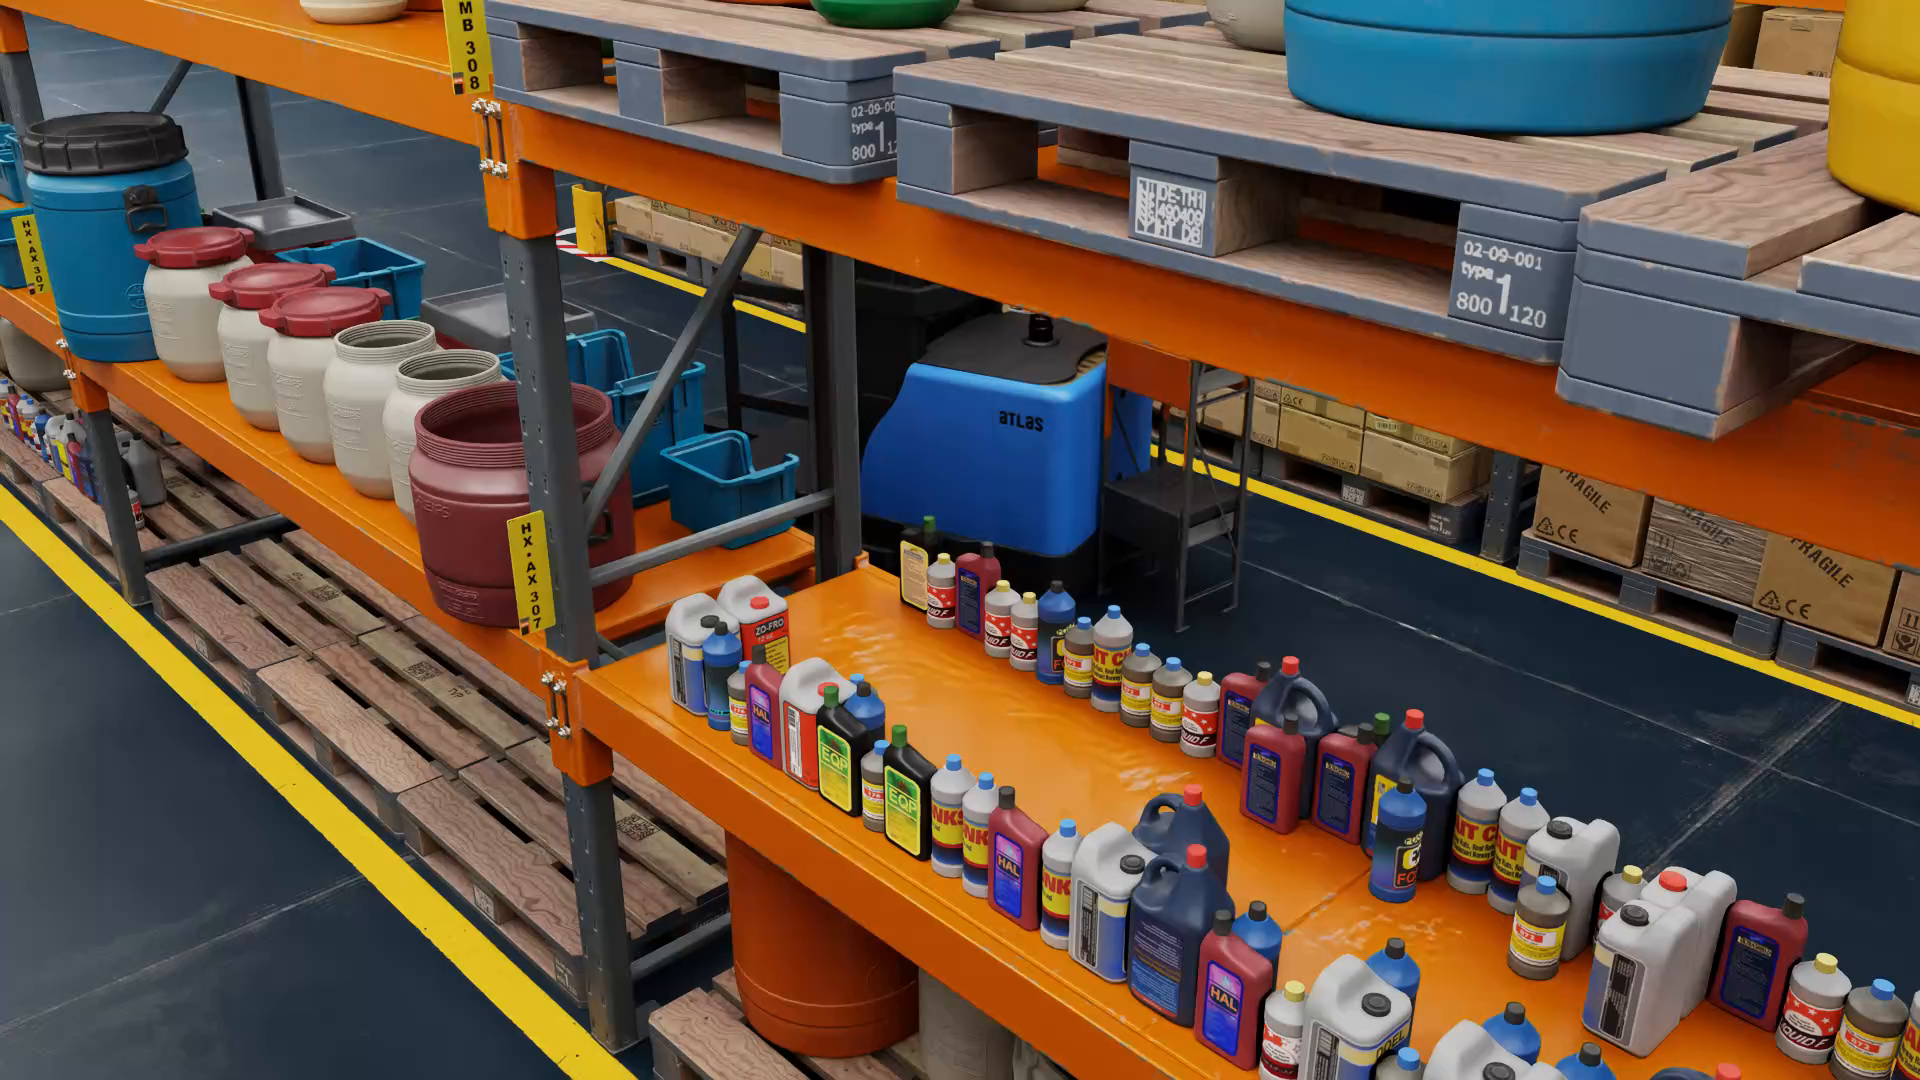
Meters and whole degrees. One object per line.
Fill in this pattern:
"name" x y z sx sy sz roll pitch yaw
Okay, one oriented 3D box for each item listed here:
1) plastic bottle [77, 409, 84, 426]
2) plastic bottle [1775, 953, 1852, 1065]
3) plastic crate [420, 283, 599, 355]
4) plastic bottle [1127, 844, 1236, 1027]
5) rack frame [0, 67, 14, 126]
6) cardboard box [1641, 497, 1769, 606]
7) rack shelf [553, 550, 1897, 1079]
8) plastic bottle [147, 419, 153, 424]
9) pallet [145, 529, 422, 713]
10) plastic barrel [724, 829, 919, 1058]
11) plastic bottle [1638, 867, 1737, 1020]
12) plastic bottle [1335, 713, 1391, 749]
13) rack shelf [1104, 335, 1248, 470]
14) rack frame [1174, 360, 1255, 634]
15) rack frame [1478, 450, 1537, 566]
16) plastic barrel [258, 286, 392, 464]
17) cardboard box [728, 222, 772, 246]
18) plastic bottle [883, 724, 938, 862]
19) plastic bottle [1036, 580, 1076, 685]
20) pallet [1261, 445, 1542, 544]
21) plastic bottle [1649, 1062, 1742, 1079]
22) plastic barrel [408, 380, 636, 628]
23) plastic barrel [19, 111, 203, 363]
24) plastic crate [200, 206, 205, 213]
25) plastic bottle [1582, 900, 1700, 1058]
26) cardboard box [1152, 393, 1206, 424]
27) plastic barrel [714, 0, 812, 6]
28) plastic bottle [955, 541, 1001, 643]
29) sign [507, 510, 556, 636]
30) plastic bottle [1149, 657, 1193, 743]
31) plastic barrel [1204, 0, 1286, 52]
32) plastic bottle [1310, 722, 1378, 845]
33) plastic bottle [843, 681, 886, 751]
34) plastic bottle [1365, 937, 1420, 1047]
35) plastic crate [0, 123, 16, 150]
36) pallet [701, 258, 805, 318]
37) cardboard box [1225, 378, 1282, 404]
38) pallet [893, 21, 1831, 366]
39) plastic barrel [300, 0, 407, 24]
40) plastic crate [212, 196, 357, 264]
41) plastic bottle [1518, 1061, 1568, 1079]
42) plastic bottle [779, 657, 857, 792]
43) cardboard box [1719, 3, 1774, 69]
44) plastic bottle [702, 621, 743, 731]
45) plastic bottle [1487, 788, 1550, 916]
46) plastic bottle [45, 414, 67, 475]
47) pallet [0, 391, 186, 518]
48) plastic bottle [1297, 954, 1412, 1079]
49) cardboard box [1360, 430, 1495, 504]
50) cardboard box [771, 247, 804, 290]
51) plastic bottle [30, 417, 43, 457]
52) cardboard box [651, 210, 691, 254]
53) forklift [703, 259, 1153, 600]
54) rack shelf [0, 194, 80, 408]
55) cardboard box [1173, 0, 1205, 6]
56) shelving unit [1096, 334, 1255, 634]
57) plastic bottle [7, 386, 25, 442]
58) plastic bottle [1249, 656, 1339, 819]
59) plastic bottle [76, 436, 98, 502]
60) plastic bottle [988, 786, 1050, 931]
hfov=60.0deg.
"plastic bottle" -4.465 -0.524 8.527 0.061 0.283 0.133 -21 32 -38
"plastic bottle" 1.556 0.844 3.026 0.097 0.201 0.097 0 25 0
"plastic crate" -1.578 -0.603 5.881 0.402 0.464 0.583 -21 32 -38
"plastic bottle" 0.417 0.717 3.123 0.144 0.351 0.185 -21 32 -38
"rack frame" -6.165 -2.421 9.943 1.000 3.000 0.127 -21 32 -38
"cardboard box" 3.385 -0.088 7.311 0.500 0.500 0.500 22 33 40
"rack shelf" 0.670 0.936 3.452 1.077 0.370 4.000 -21 32 -38
"plastic bottle" -4.421 -0.749 9.119 0.097 0.201 0.097 0 25 0
"pallet" -2.866 0.286 7.368 1.003 0.211 1.213 -21 32 -38
"plastic barrel" -0.350 0.942 4.679 0.600 0.830 0.708 -21 32 -38
"plastic bottle" 1.366 0.742 3.159 0.152 0.276 0.135 -21 32 -38
"plastic bottle" 0.889 0.500 3.681 0.061 0.283 0.133 -21 32 -38
"rack shelf" 0.949 -0.660 7.198 0.431 0.518 0.480 -19 31 -36
"rack frame" 1.107 -0.595 7.023 0.400 2.100 0.015 -19 31 -36
"rack frame" 2.921 -1.402 7.708 1.000 3.000 0.127 -21 32 -38
"plastic barrel" -2.140 -0.566 5.712 0.433 0.535 0.433 0 25 0
"cardboard box" -1.320 -2.426 11.857 0.500 0.500 0.500 -21 32 -38
"plastic bottle" -0.105 0.542 3.588 0.061 0.283 0.133 -21 32 -38
"plastic bottle" 0.247 0.232 4.283 0.097 0.271 0.097 0 25 0
"pallet" 2.387 -0.393 8.858 1.003 0.211 1.213 -21 32 -38
"plastic bottle" 1.148 0.954 2.604 0.144 0.351 0.185 -21 32 -38
"plastic barrel" -1.236 -0.114 4.722 0.600 0.536 0.708 -21 32 -38
"plastic barrel" -3.388 -1.234 6.738 0.600 0.901 0.708 -21 32 -38
"plastic crate" -4.153 -1.604 8.408 0.450 0.188 0.662 -21 32 -38
"plastic bottle" 1.254 0.785 3.064 0.152 0.276 0.135 -21 32 -38
"cardboard box" 1.333 -0.895 9.405 0.500 0.250 0.500 -20 32 -38
"plastic barrel" -0.311 -1.576 3.453 0.600 0.830 0.708 -21 32 -38
"plastic bottle" 0.048 0.127 4.498 0.061 0.283 0.133 -21 32 -38
"sign" -1.094 0.086 4.250 0.100 0.325 0.005 -21 32 -38
"plastic bottle" 0.513 0.381 4.039 0.097 0.201 0.097 0 25 0
"plastic barrel" 0.624 -1.121 2.809 0.433 0.535 0.433 0 25 0
"plastic bottle" 0.845 0.517 3.643 0.061 0.283 0.133 -21 32 -38
"plastic bottle" -0.218 0.450 3.805 0.097 0.271 0.097 0 25 0
"plastic bottle" 0.765 0.830 2.972 0.097 0.271 0.097 0 25 0
"plastic crate" -5.605 -2.287 9.828 0.499 0.251 0.616 -21 32 -38
"pallet" -1.164 -1.967 12.308 1.003 0.211 1.213 -21 32 -38
"cardboard box" 1.680 -0.995 8.948 0.500 0.311 0.500 -21 32 -39
"pallet" 0.652 -0.617 2.602 1.003 0.211 1.213 -21 32 -38
"plastic barrel" -1.737 -1.618 4.736 0.301 0.262 0.301 0 25 0
"plastic crate" -2.877 -1.179 7.142 0.402 0.464 0.583 -21 32 -38
"plastic bottle" 0.937 0.980 2.638 0.152 0.276 0.135 -21 32 -38
"plastic bottle" -0.321 0.422 3.861 0.152 0.276 0.135 -21 32 -38
"cardboard box" 5.338 -3.564 11.798 0.700 0.500 0.500 -21 32 -38
"plastic bottle" -0.578 0.327 4.075 0.097 0.271 0.097 0 25 0
"plastic bottle" 1.148 0.631 3.408 0.097 0.271 0.097 0 25 0
"plastic bottle" -4.542 -0.490 8.462 0.152 0.276 0.135 -21 32 -38
"pallet" -4.698 -0.526 9.148 1.003 0.211 1.213 -21 32 -38
"plastic bottle" 0.686 0.869 2.881 0.152 0.276 0.135 -21 32 -38
"cardboard box" 2.383 -0.432 8.389 0.500 0.250 0.500 -20 31 -37
"cardboard box" -0.977 -1.934 11.681 0.500 0.250 0.500 -21 32 -38
"plastic bottle" -4.783 -0.546 8.675 0.097 0.201 0.097 0 25 0
"cardboard box" -1.998 -2.389 12.680 0.500 0.250 0.500 -21 32 -38
"forklift" -0.608 -1.455 7.908 3.031 2.935 1.130 13 28 26
"rack shelf" -4.798 -1.488 8.764 1.077 0.370 4.000 -21 32 -38
"cardboard box" 2.214 -4.820 14.454 0.500 0.500 0.500 -20 31 -37
"shelving unit" 0.949 -0.672 7.192 0.431 2.100 0.503 -19 31 -36
"plastic bottle" -5.012 -0.674 8.856 0.061 0.283 0.133 -21 32 -38
"plastic bottle" 0.750 0.433 3.747 0.144 0.351 0.185 -21 32 -38
"plastic bottle" -4.213 -0.376 8.121 0.185 0.351 0.144 22 32 39
"plastic bottle" 0.119 0.641 3.371 0.061 0.283 0.133 -21 32 -38
